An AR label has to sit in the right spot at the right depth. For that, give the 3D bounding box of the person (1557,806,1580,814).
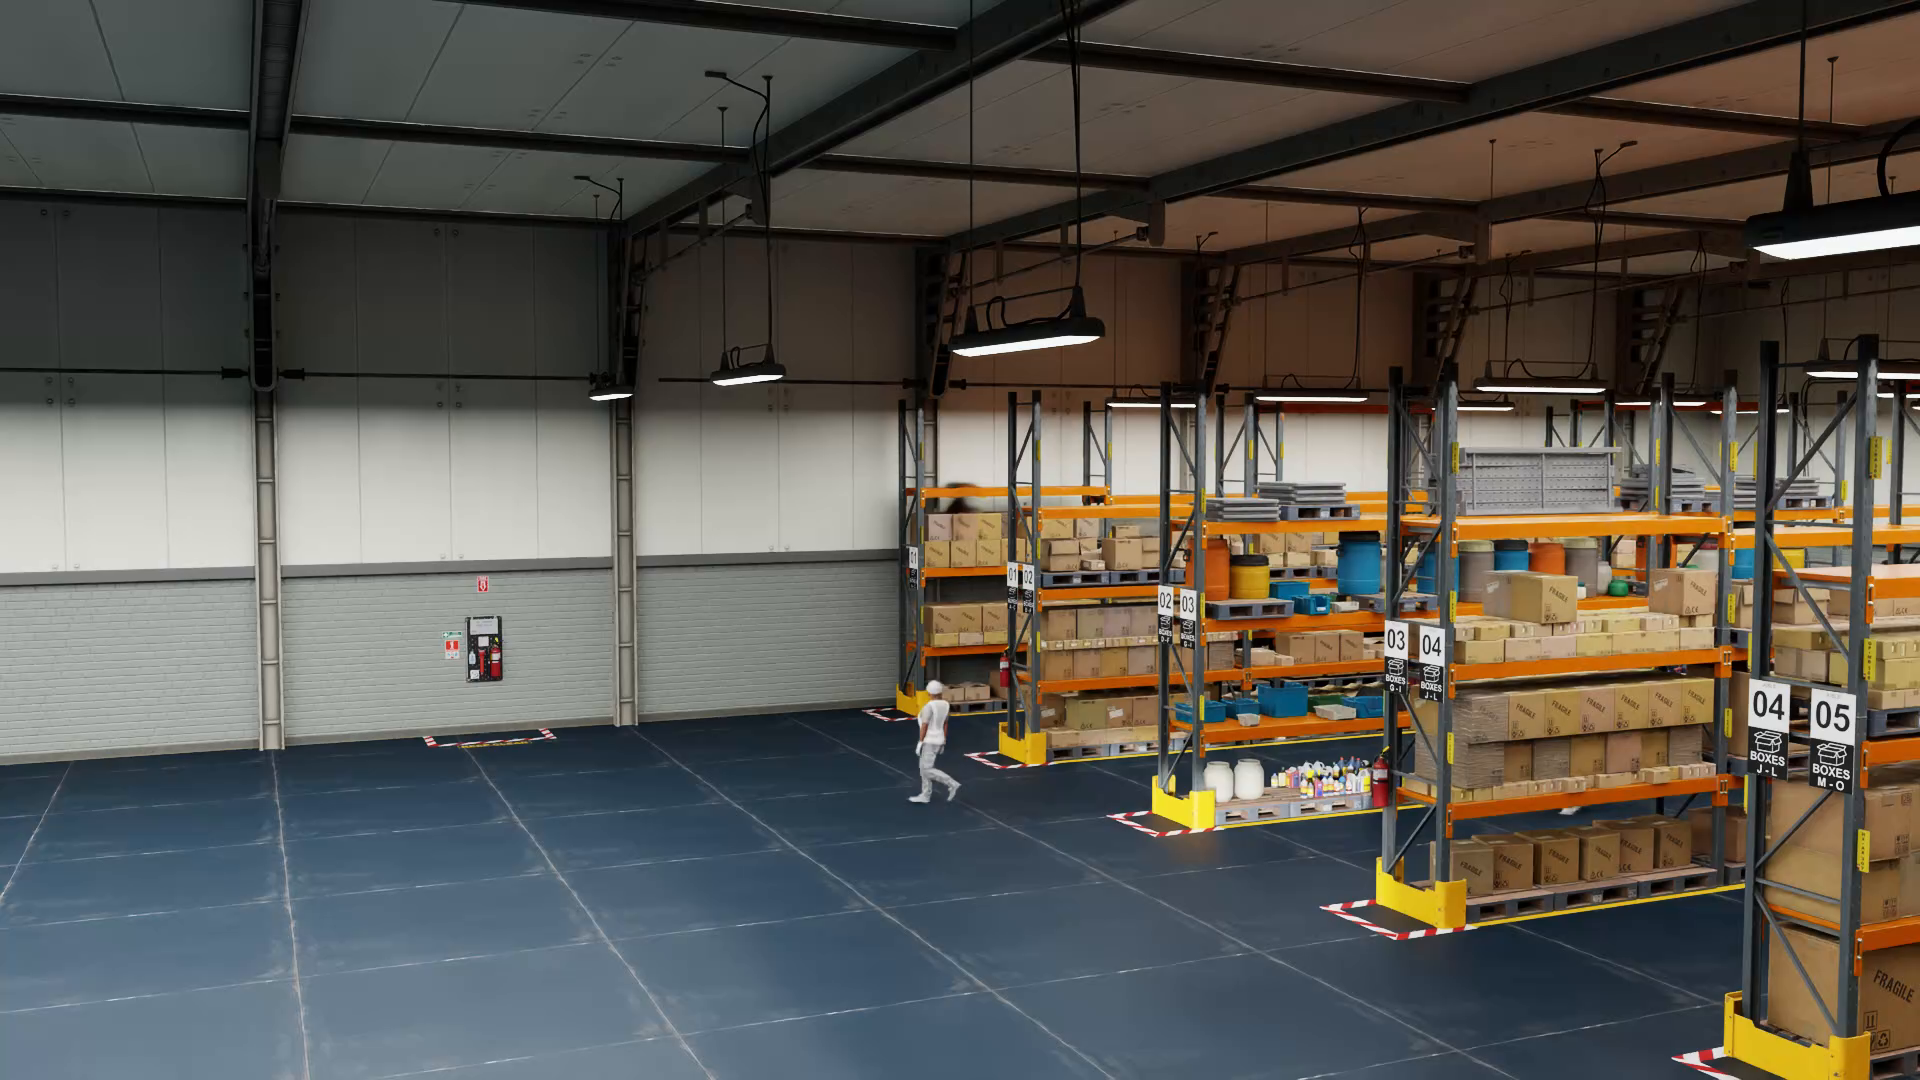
[{"bbox_3d":[8.614,2.985,23.296,0.514,1.717,0.499,1,3,11],"label":"person"}]

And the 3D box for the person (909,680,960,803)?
[{"bbox_3d":[-0.367,2.880,23.652,0.748,1.773,0.502,0,3,4],"label":"person"}]
